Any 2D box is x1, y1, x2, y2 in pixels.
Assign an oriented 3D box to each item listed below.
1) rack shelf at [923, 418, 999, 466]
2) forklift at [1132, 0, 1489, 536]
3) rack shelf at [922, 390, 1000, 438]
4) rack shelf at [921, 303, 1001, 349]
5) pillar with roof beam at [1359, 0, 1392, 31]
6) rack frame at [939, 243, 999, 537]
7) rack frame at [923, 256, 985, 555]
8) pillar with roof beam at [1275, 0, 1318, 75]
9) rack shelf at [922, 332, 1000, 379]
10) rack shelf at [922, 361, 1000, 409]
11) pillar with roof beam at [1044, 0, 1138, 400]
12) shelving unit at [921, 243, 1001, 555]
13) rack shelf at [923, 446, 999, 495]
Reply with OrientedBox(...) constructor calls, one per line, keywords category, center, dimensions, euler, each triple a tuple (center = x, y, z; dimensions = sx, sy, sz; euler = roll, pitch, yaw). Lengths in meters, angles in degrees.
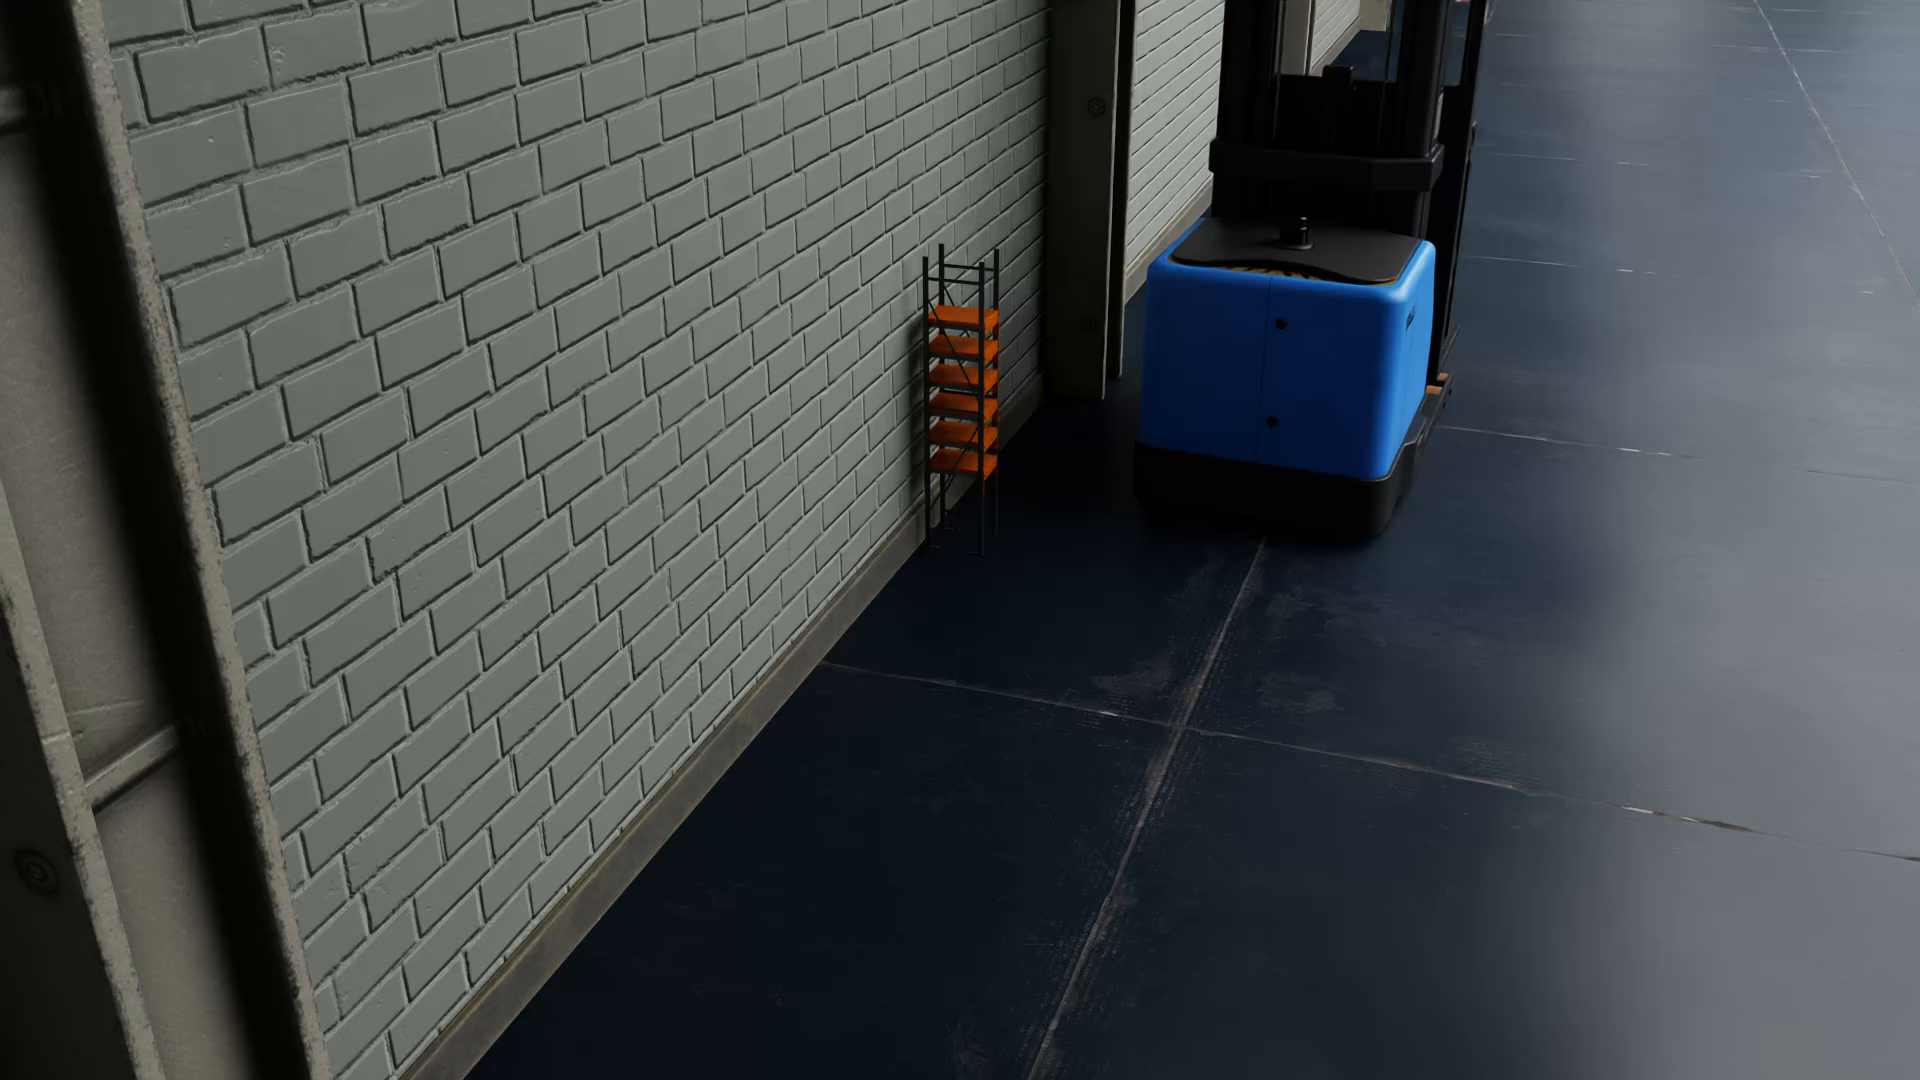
OrientedBox(category="rack shelf", center=(0.005, -0.386, 6.547), dimensions=(0.258, 0.103, 0.180), euler=(8, 27, 16))
OrientedBox(category="forklift", center=(1.758, -1.953, 7.419), dimensions=(1.130, 2.935, 3.031), euler=(10, 28, 20))
OrientedBox(category="rack shelf", center=(0.005, -0.494, 6.495), dimensions=(0.258, 0.103, 0.180), euler=(8, 27, 16))
OrientedBox(category="rack shelf", center=(0.005, -0.818, 6.338), dimensions=(0.258, 0.103, 0.180), euler=(8, 27, 16))
OrientedBox(category="pillar with roof beam", center=(8.669, -9.146, 15.314), dimensions=(9.100, 9.000, 0.400), euler=(9, 27, 17))
OrientedBox(category="rack frame", center=(0.033, -0.571, 6.553), dimensions=(0.240, 1.200, 0.006), euler=(8, 27, 16))
OrientedBox(category="rack frame", center=(-0.024, -0.496, 6.397), dimensions=(0.240, 1.200, 0.006), euler=(8, 27, 16))
OrientedBox(category="pillar with roof beam", center=(6.673, -6.680, 10.221), dimensions=(9.100, 9.000, 0.400), euler=(9, 27, 17))
OrientedBox(category="rack shelf", center=(0.005, -0.710, 6.390), dimensions=(0.258, 0.103, 0.180), euler=(8, 27, 16))
OrientedBox(category="rack shelf", center=(0.005, -0.602, 6.442), dimensions=(0.258, 0.103, 0.180), euler=(8, 27, 16))
OrientedBox(category="pillar with roof beam", center=(4.676, -4.215, 5.129), dimensions=(9.100, 9.000, 0.400), euler=(9, 27, 17))
OrientedBox(category="shelving unit", center=(0.005, -0.534, 6.475), dimensions=(0.258, 1.200, 0.189), euler=(8, 27, 16))
OrientedBox(category="rack shelf", center=(0.005, -0.278, 6.599), dimensions=(0.258, 0.103, 0.180), euler=(8, 27, 16))
